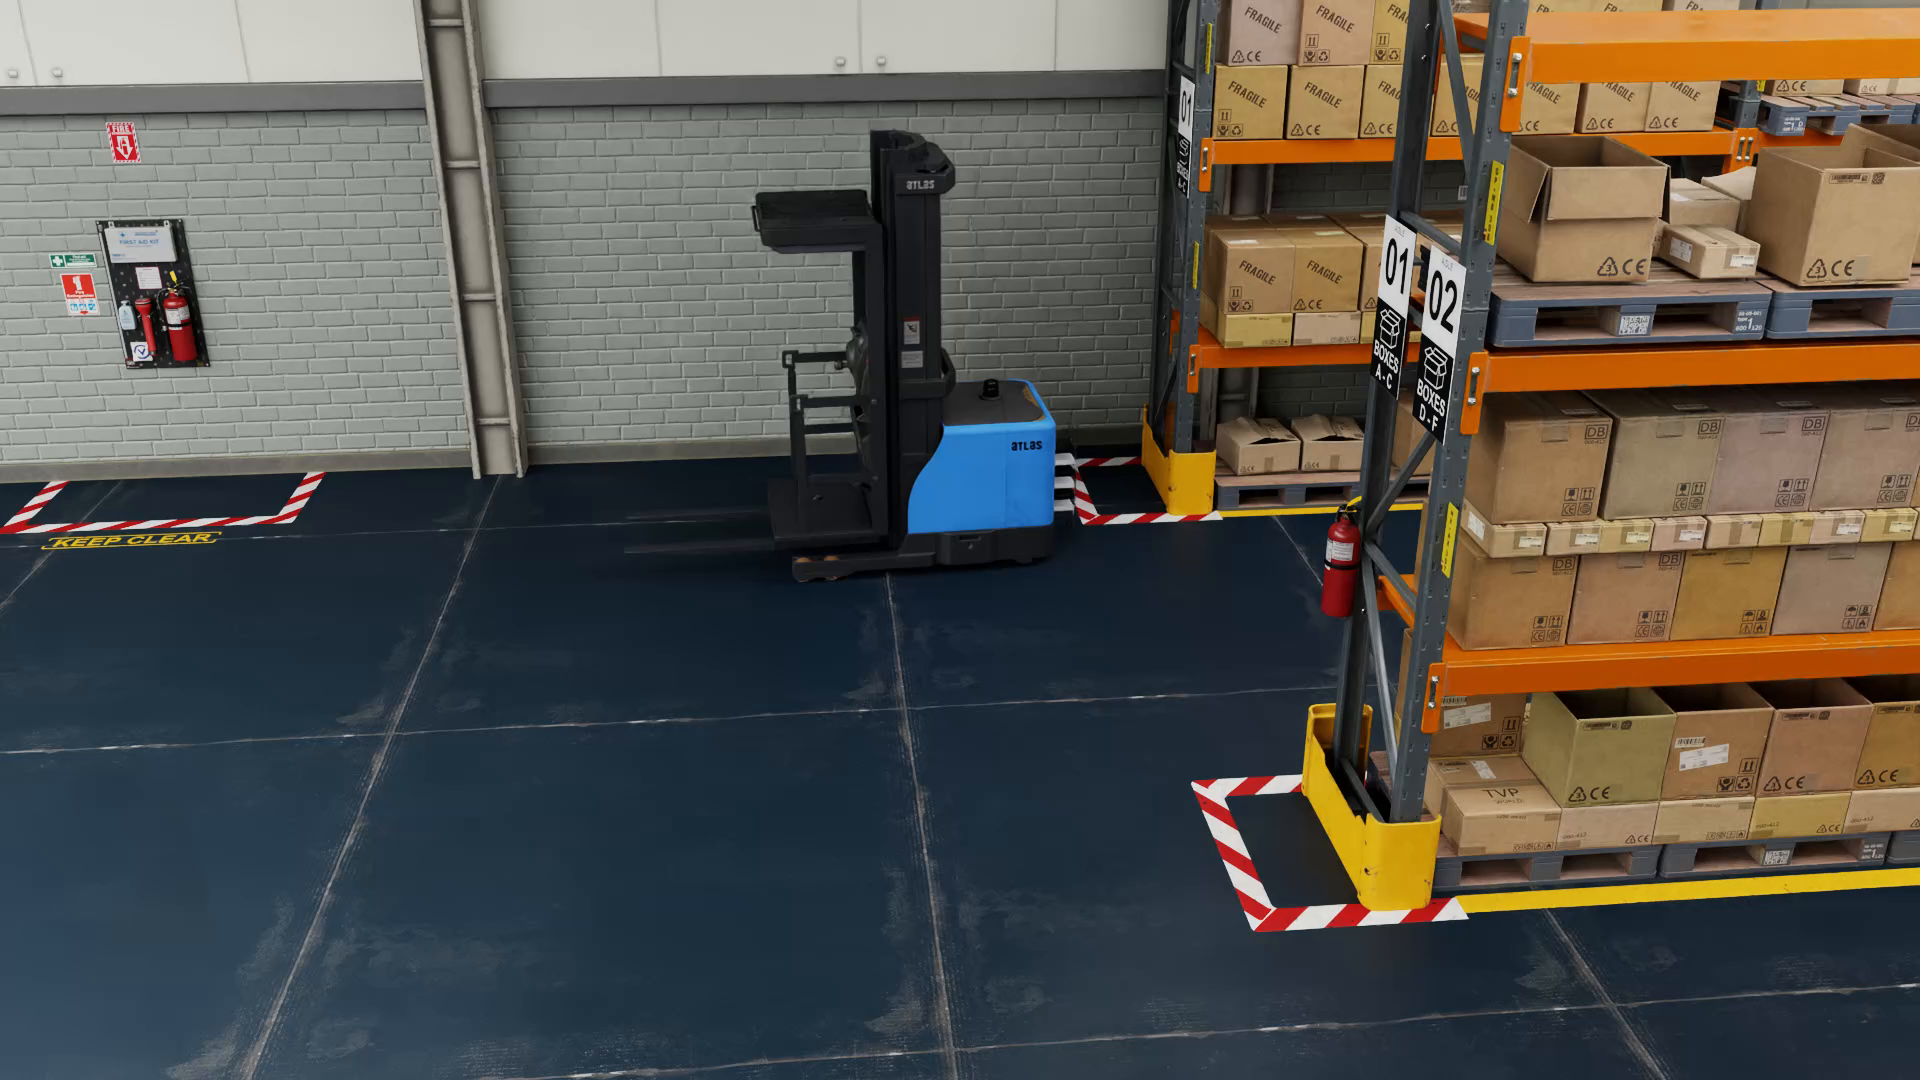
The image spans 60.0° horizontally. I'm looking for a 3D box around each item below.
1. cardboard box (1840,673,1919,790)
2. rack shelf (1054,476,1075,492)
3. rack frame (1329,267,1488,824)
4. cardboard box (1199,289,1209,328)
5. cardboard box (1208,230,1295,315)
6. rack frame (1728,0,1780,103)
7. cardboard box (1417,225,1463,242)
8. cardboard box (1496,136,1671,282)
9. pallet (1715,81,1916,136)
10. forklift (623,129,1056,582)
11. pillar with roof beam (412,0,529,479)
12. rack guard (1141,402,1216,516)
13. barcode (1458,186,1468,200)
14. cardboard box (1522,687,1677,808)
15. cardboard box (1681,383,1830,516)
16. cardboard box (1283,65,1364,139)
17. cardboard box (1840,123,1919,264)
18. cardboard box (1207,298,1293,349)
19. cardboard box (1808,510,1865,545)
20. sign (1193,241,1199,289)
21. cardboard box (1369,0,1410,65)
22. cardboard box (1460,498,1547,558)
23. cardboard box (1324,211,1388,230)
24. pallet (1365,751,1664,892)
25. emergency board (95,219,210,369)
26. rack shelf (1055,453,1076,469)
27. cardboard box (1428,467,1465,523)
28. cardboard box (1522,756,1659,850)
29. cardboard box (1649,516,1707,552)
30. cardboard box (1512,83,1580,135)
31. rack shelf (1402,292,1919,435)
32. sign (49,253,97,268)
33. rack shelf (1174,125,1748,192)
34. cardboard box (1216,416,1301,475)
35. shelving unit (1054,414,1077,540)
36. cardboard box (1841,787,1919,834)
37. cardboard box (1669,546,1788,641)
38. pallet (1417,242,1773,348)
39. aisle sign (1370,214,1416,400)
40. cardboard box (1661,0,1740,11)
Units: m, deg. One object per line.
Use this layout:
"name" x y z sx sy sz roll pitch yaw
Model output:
"cardboard box" 4.670 0.914 8.445 0.500 0.500 0.500 -2 24 -5
"rack shelf" 0.718 -0.425 12.179 0.200 0.077 0.258 -3 24 -8
"rack frame" 2.126 0.208 8.088 0.127 3.000 1.000 -2 24 -5
"cardboard box" 2.081 -1.831 12.837 0.500 0.250 0.500 -2 24 -4
"cardboard box" 2.140 -1.975 12.236 0.500 0.500 0.500 -2 24 -5
"rack frame" 5.616 -4.695 11.733 0.127 3.000 1.000 -2 24 -5
"cardboard box" 3.660 -2.034 12.369 0.500 0.500 0.500 -2 24 -3
"cardboard box" 2.698 -1.487 7.392 0.637 0.503 0.797 -1 24 -1
"pallet" 6.241 -3.220 12.339 1.003 0.211 1.213 -2 24 -5
"forklift" -0.884 -1.277 11.514 3.031 2.935 1.130 -3 24 -8
"pillar with roof beam" -3.301 -2.933 7.770 0.400 9.000 9.100 -2 24 -5
"rack guard" 1.711 -0.655 13.107 0.348 0.500 1.175 -2 24 -5
"barcode" 2.379 -1.635 7.827 0.075 0.075 0.001 -2 24 -5
"cardboard box" 3.179 0.978 8.301 0.500 0.500 0.500 -2 24 -5
"cardboard box" 3.669 -0.489 7.938 0.500 0.500 0.700 -2 24 -5
"cardboard box" 2.530 -3.139 11.777 0.500 0.500 0.500 -1 24 -2
"cardboard box" 4.455 -1.610 7.670 0.637 0.503 0.797 0 24 1
"cardboard box" 2.152 -1.625 12.374 0.500 0.250 0.500 -3 24 -7
"cardboard box" 4.067 -0.123 7.913 0.250 0.149 0.380 -2 24 -5
"sign" 1.689 -1.970 11.923 0.005 0.325 0.100 -2 24 -5
"cardboard box" 3.055 -3.618 11.625 0.500 0.500 0.500 -2 24 -4
"cardboard box" 2.537 -0.062 7.775 0.250 0.149 0.380 -2 24 -6
"cardboard box" 3.099 -2.220 12.789 0.500 0.500 0.500 -3 24 -7
"pallet" 2.883 1.435 8.761 1.213 0.211 1.003 -2 24 -5
"emergency board" -6.187 -1.849 12.716 0.643 1.169 0.194 -2 24 -5
"rack shelf" 0.718 -0.589 12.106 0.200 0.077 0.258 -3 24 -8
"cardboard box" 2.487 -0.226 8.144 0.250 0.149 0.380 -3 24 -6
"cardboard box" 3.179 1.320 8.455 0.500 0.250 0.500 -2 24 -5
"cardboard box" 3.300 -0.093 7.843 0.250 0.149 0.380 -3 24 -6
"cardboard box" 4.085 -3.206 11.930 0.500 0.500 0.500 -3 24 -7
"rack shelf" 4.116 -0.913 7.805 4.000 0.370 1.077 -2 24 -5
"sign" -6.742 -2.123 12.637 0.331 0.109 0.001 -2 24 -5
"rack shelf" 3.625 -2.916 12.309 4.000 0.370 1.077 -2 24 -5
"cardboard box" 2.333 -0.757 13.030 0.500 0.311 0.500 -5 24 -11
"shelving unit" 0.718 -0.455 12.166 0.210 0.900 0.258 -3 24 -8
"cardboard box" 4.672 1.262 8.586 0.500 0.250 0.500 -2 24 -5
"cardboard box" 3.608 0.109 8.189 0.500 0.500 0.700 -2 24 -5
"pallet" 2.832 -1.140 7.537 1.213 0.211 1.003 -2 24 -5
"aisle sign" 2.032 -1.096 7.821 0.004 0.787 0.394 -2 24 -5
"cardboard box" 5.144 -3.706 11.823 0.500 0.500 0.500 -4 24 -10
